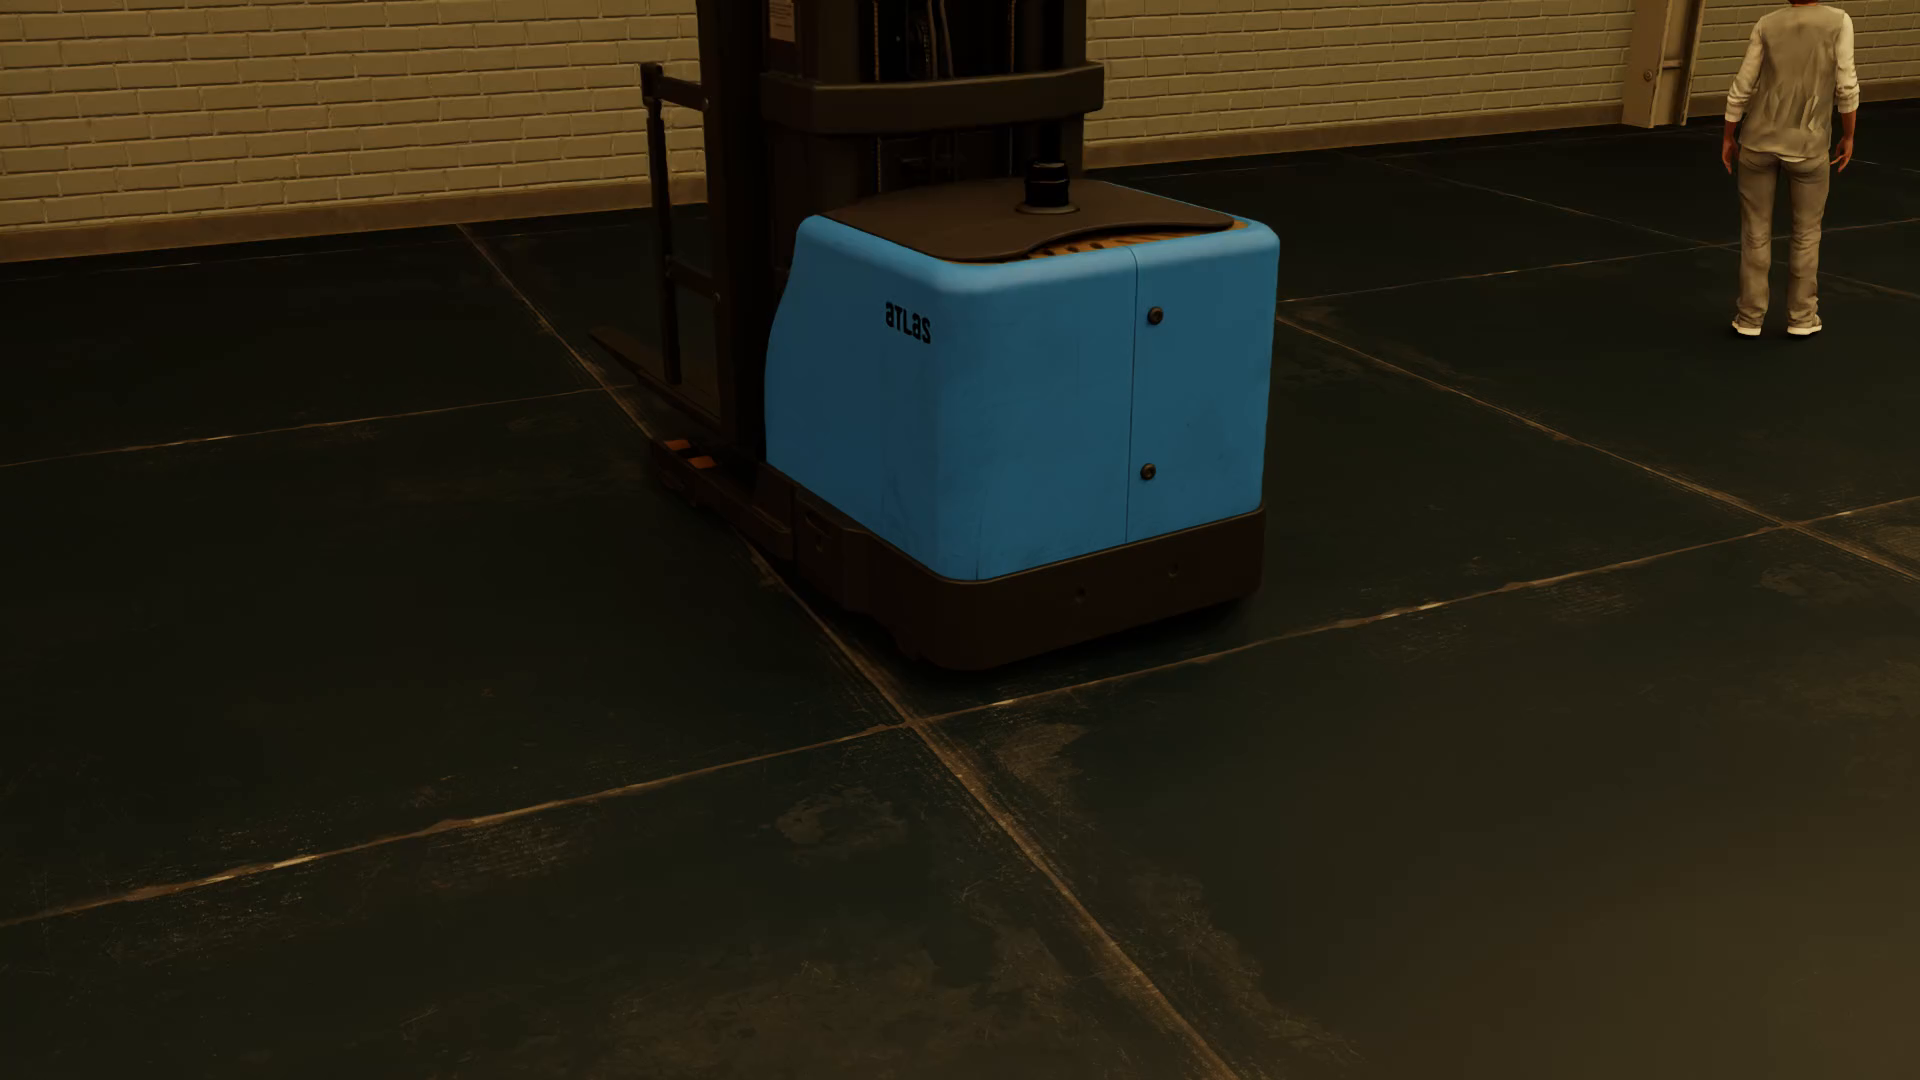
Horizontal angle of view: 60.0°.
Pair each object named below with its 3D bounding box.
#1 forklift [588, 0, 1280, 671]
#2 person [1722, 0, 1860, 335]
[{"bbox_3d":[-0.370,-1.544,5.002,1.130,2.935,3.031,-13,26,-29],"label":"forklift"},{"bbox_3d":[3.470,-1.640,6.973,0.520,1.582,0.475,12,25,26],"label":"person"}]
